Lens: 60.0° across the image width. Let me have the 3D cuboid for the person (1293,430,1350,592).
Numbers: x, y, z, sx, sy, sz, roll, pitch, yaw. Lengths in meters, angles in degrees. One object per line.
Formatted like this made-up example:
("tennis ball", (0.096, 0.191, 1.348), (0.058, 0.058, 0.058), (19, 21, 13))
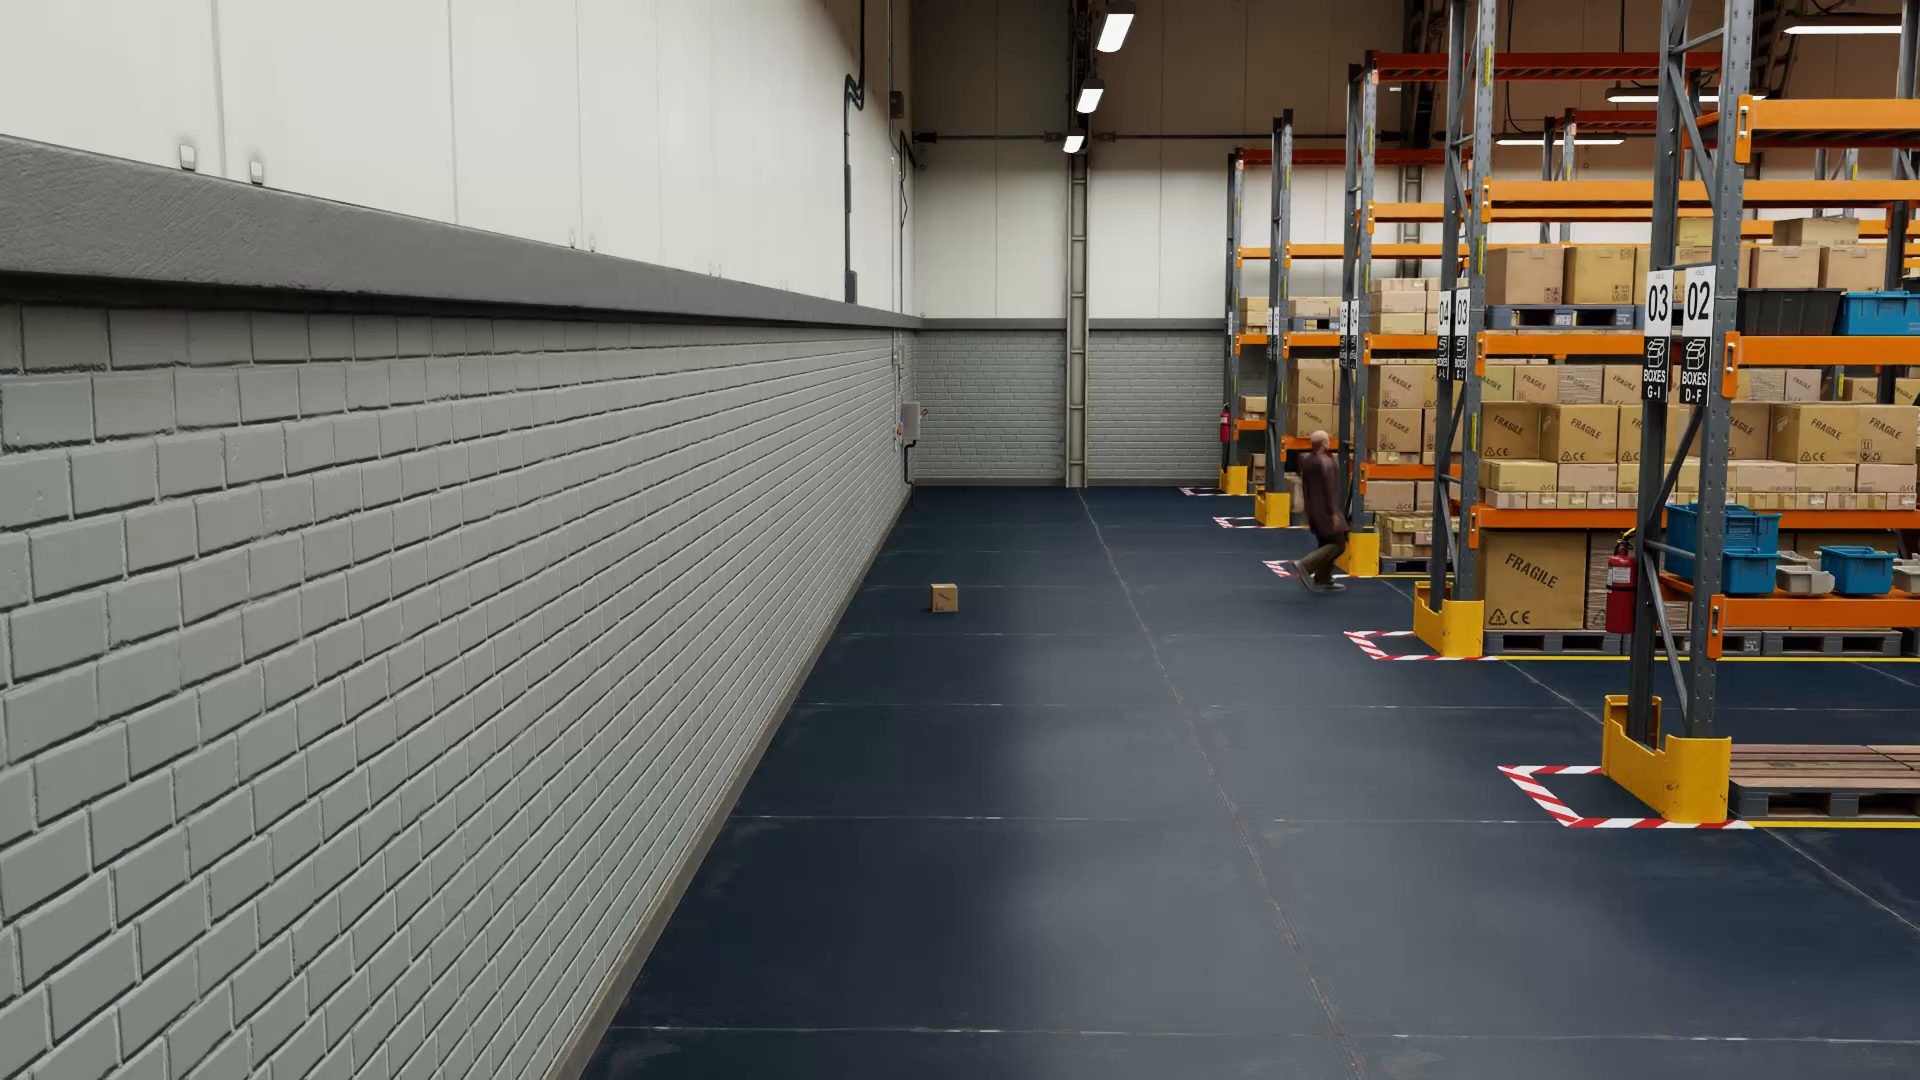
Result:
("person", (3.884, -0.298, 17.891), (0.689, 1.762, 0.582), (-2, 7, -14))
